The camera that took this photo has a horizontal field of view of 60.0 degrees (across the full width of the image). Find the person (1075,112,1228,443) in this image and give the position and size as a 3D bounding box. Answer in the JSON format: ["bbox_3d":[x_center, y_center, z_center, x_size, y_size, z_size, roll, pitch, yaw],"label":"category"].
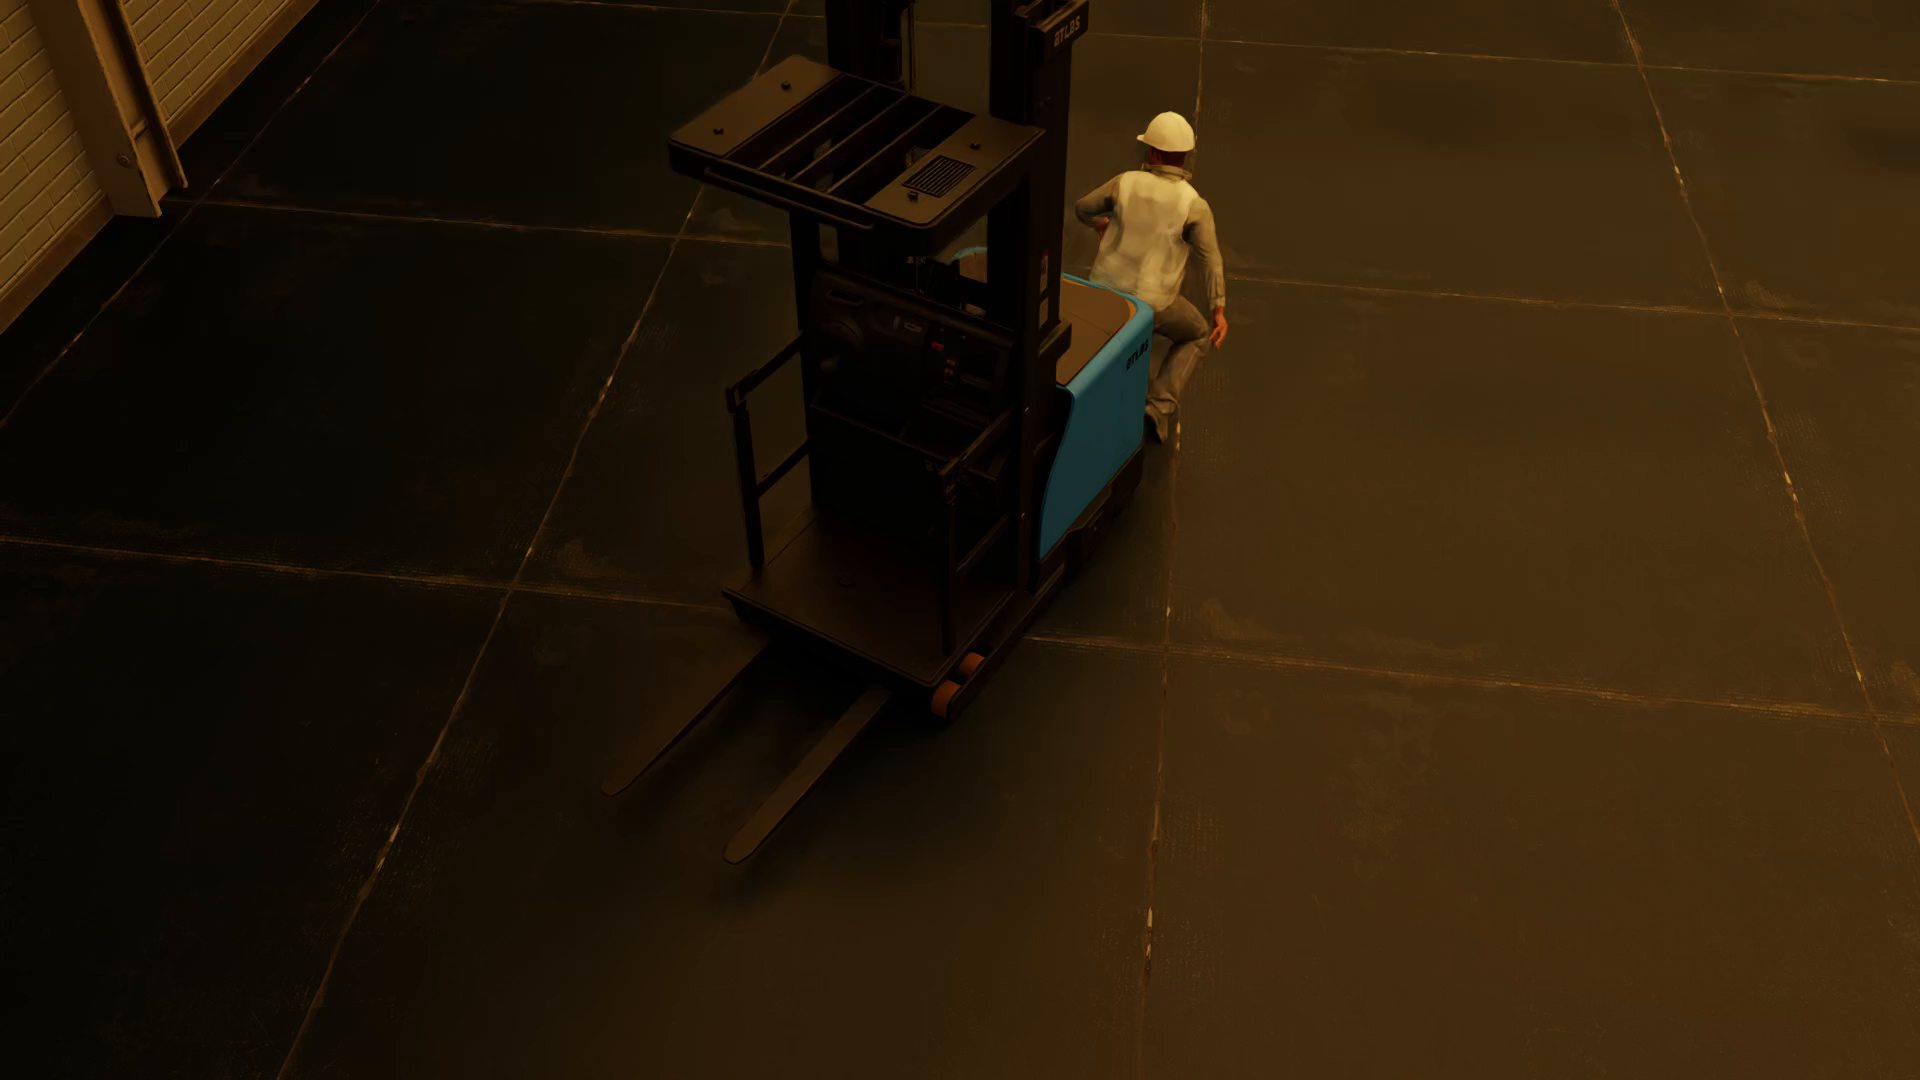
[{"bbox_3d":[0.957,-1.242,8.110,0.960,1.648,0.511,29,50,28],"label":"person"}]

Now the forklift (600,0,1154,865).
[{"bbox_3d":[-0.322,-0.684,6.468,1.130,2.935,3.031,23,47,23],"label":"forklift"}]
